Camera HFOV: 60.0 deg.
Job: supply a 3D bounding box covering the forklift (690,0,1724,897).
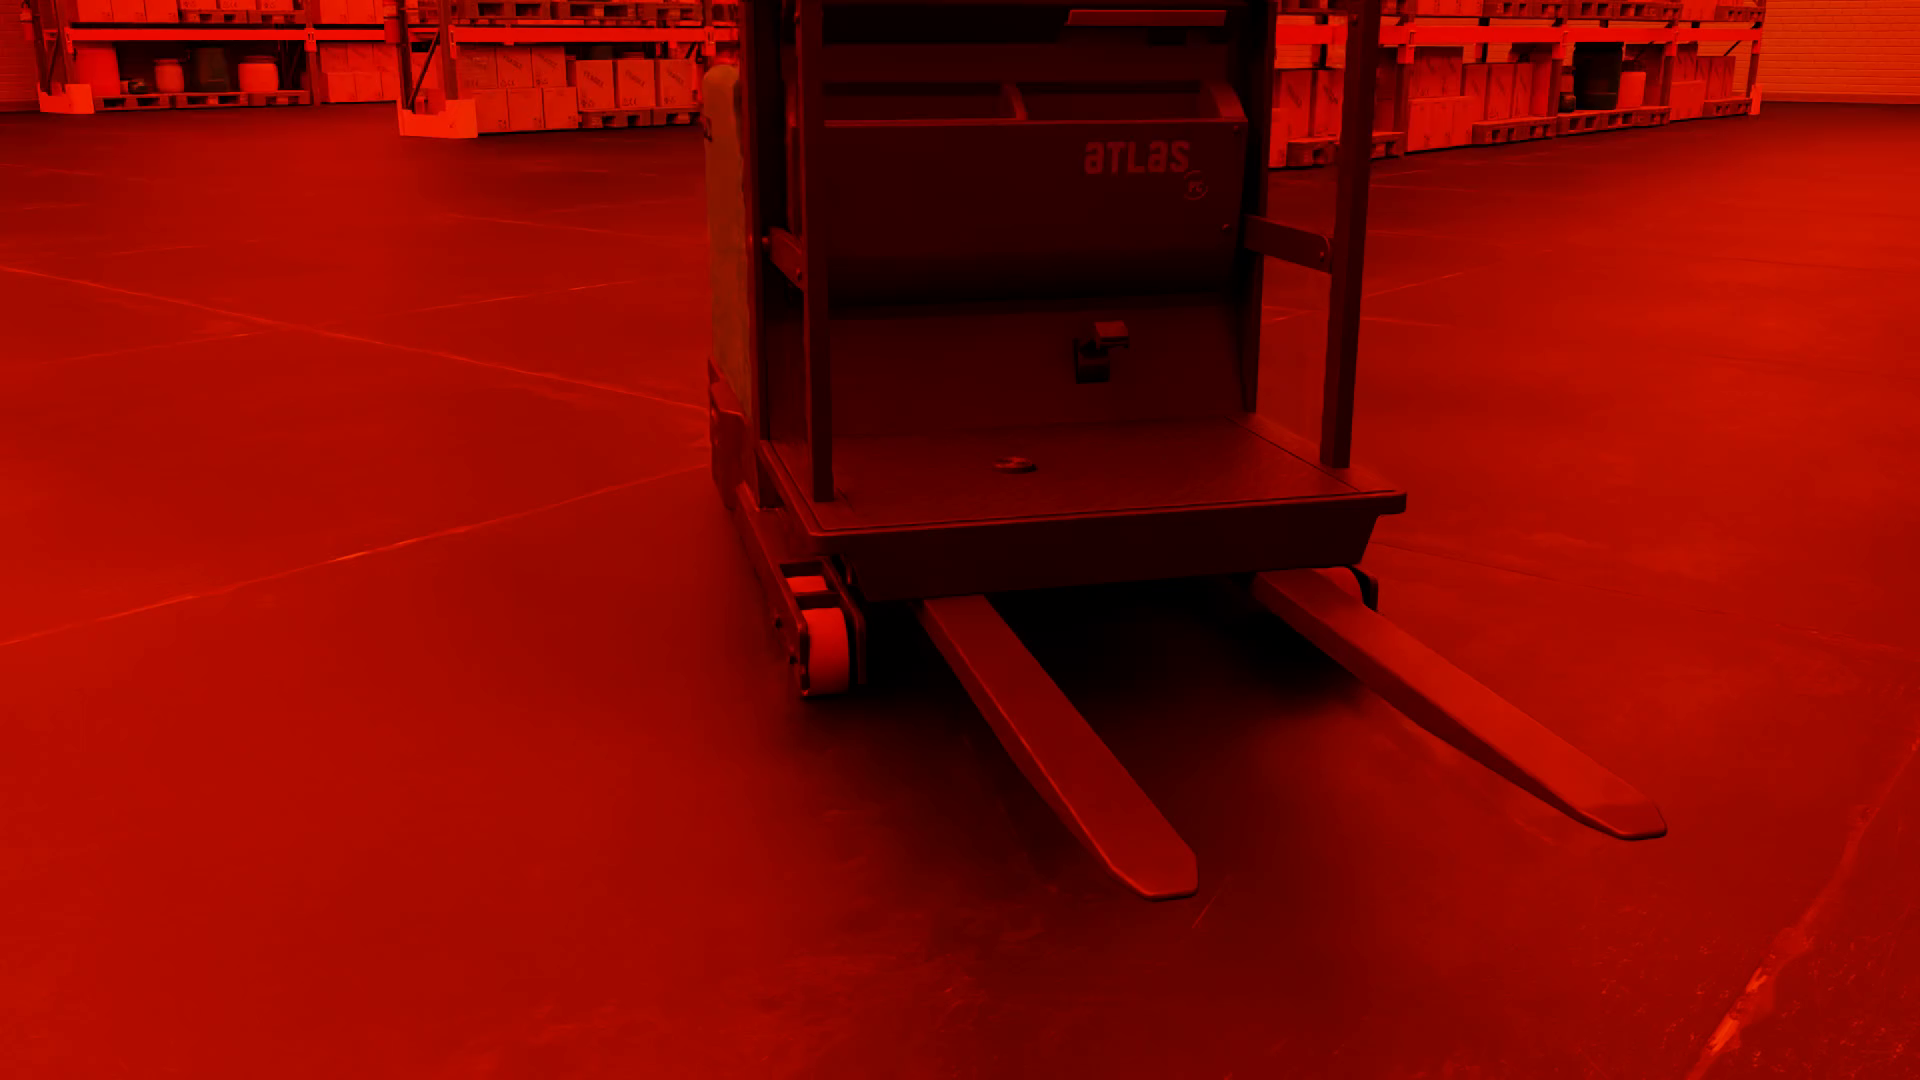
[{"bbox_3d":[0.195,-1.242,2.986,1.130,2.935,3.031,-5,18,-16],"label":"forklift"}]
